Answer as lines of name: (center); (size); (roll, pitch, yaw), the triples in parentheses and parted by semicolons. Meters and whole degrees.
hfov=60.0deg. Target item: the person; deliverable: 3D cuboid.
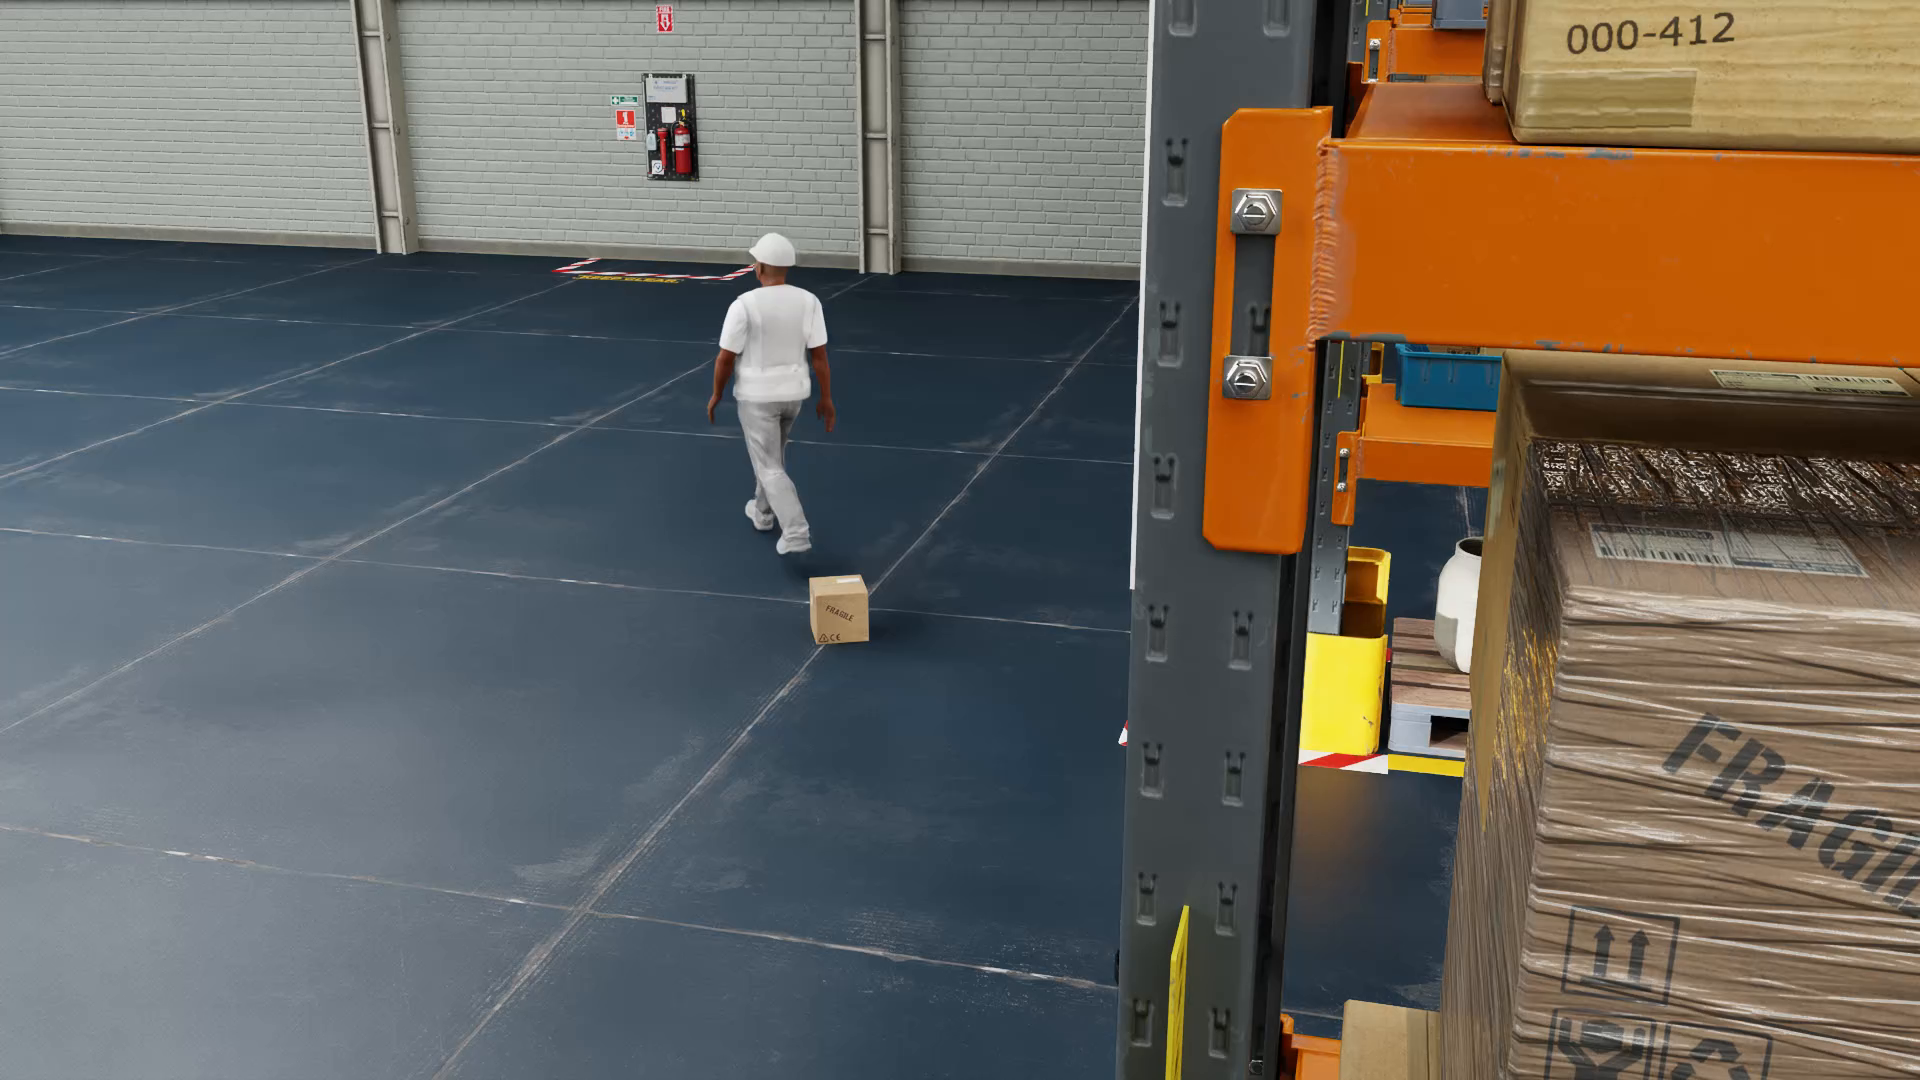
person: (-1.026, -0.790, 8.955); (0.602, 1.720, 1.069); (-12, 22, -33)
